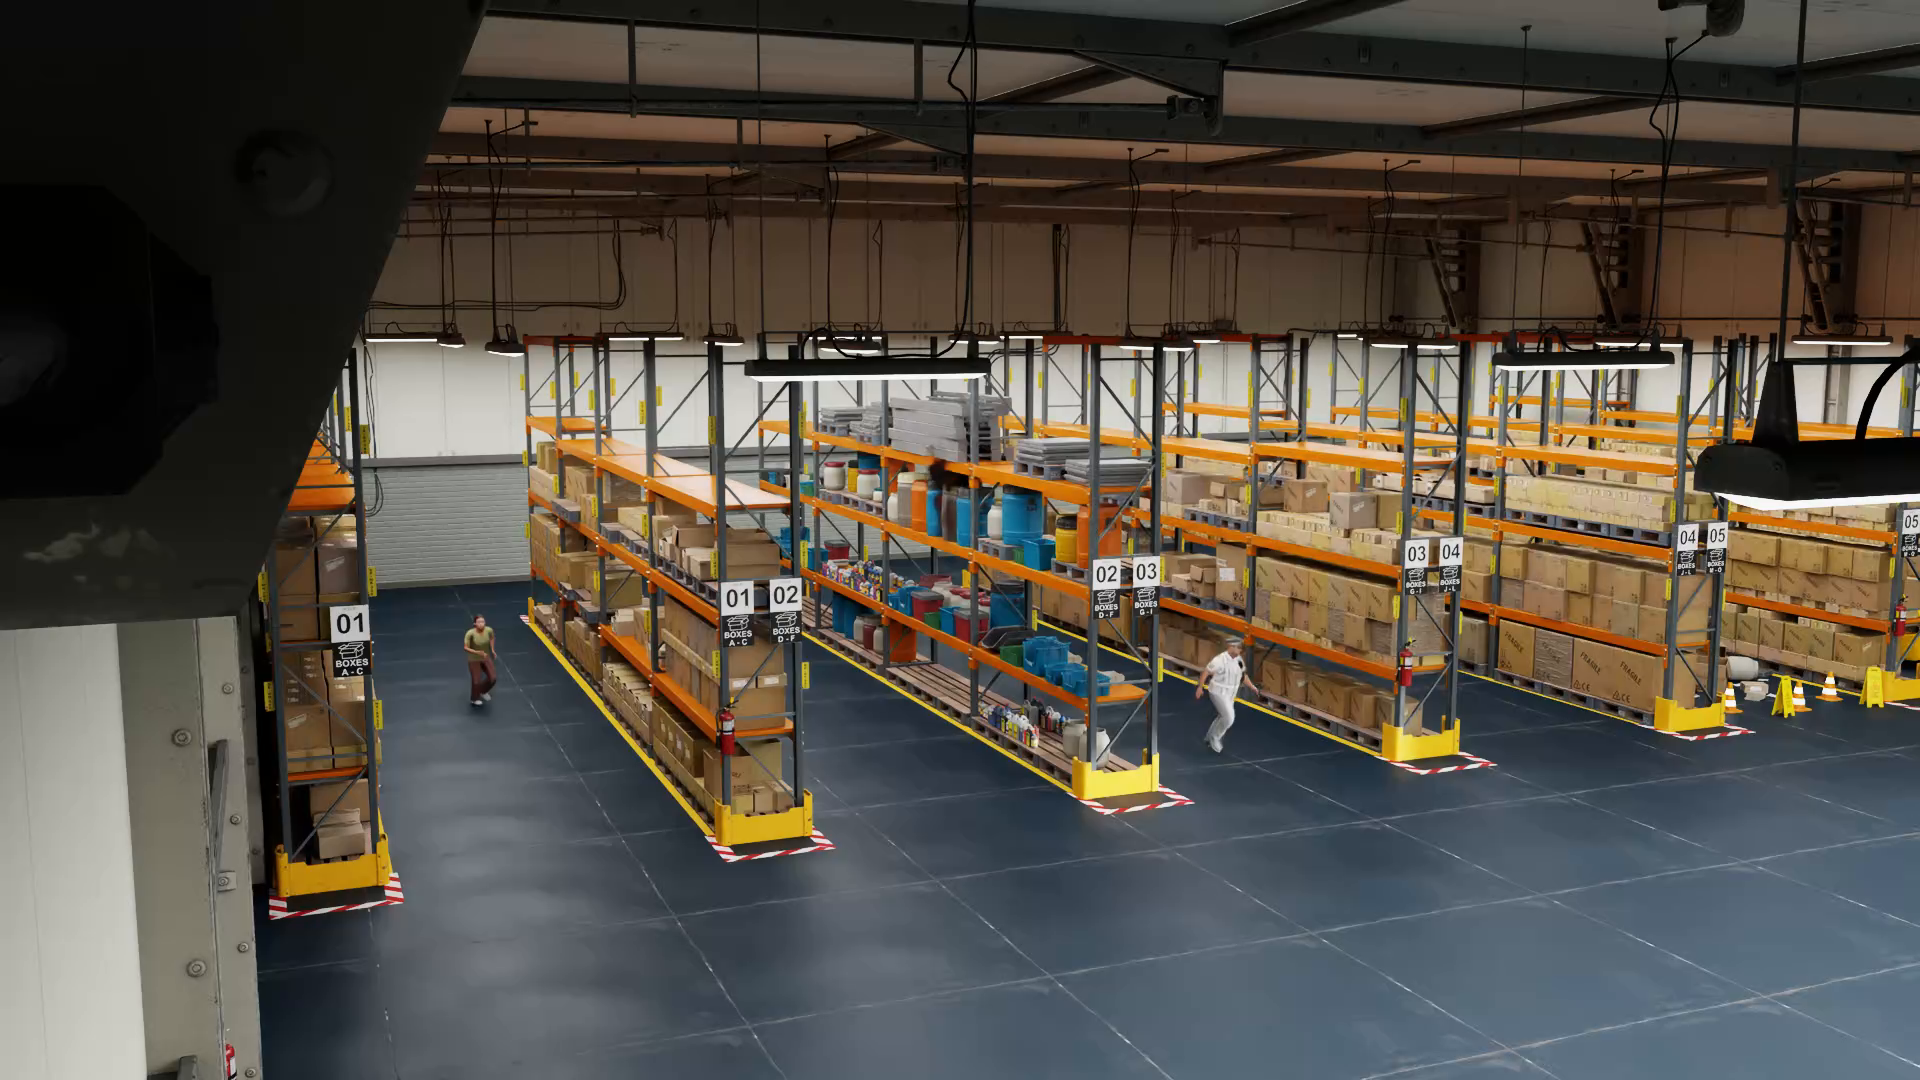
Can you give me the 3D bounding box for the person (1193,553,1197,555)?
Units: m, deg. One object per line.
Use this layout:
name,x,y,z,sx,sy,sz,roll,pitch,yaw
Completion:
person,4.688,1.087,33.151,0.583,1.655,0.620,-4,9,-27

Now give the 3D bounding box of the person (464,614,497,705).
person,-7.832,1.960,27.168,0.580,1.559,0.734,-6,9,-37

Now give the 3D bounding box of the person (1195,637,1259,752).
person,3.917,2.244,24.257,0.812,1.696,0.649,7,11,44

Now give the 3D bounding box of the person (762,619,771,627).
person,-3.112,1.539,28.156,0.486,1.717,0.785,-5,9,-32
